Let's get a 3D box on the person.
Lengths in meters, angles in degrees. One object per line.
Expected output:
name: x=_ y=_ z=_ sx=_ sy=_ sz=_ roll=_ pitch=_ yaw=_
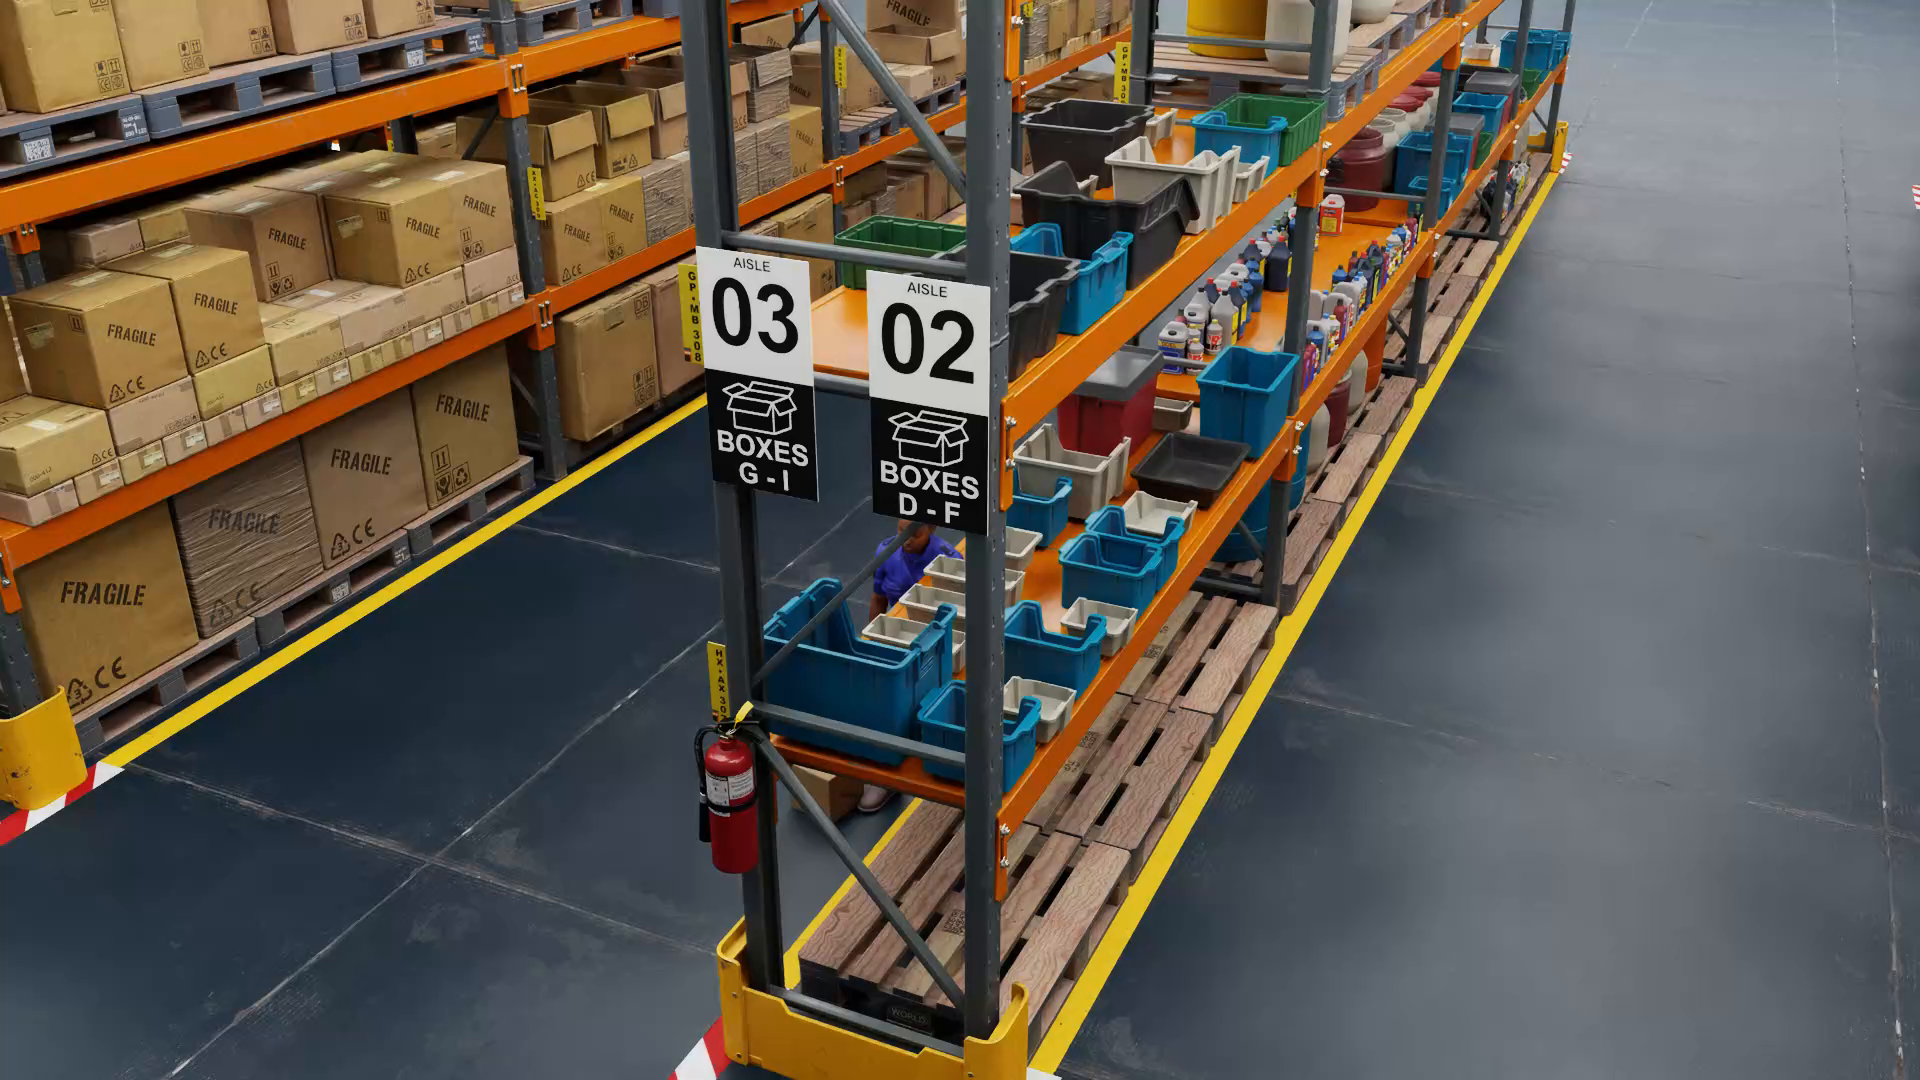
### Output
person: x=-0.201 y=0.523 z=7.559 sx=0.534 sy=1.655 sz=0.347 roll=10 pitch=28 yaw=19
